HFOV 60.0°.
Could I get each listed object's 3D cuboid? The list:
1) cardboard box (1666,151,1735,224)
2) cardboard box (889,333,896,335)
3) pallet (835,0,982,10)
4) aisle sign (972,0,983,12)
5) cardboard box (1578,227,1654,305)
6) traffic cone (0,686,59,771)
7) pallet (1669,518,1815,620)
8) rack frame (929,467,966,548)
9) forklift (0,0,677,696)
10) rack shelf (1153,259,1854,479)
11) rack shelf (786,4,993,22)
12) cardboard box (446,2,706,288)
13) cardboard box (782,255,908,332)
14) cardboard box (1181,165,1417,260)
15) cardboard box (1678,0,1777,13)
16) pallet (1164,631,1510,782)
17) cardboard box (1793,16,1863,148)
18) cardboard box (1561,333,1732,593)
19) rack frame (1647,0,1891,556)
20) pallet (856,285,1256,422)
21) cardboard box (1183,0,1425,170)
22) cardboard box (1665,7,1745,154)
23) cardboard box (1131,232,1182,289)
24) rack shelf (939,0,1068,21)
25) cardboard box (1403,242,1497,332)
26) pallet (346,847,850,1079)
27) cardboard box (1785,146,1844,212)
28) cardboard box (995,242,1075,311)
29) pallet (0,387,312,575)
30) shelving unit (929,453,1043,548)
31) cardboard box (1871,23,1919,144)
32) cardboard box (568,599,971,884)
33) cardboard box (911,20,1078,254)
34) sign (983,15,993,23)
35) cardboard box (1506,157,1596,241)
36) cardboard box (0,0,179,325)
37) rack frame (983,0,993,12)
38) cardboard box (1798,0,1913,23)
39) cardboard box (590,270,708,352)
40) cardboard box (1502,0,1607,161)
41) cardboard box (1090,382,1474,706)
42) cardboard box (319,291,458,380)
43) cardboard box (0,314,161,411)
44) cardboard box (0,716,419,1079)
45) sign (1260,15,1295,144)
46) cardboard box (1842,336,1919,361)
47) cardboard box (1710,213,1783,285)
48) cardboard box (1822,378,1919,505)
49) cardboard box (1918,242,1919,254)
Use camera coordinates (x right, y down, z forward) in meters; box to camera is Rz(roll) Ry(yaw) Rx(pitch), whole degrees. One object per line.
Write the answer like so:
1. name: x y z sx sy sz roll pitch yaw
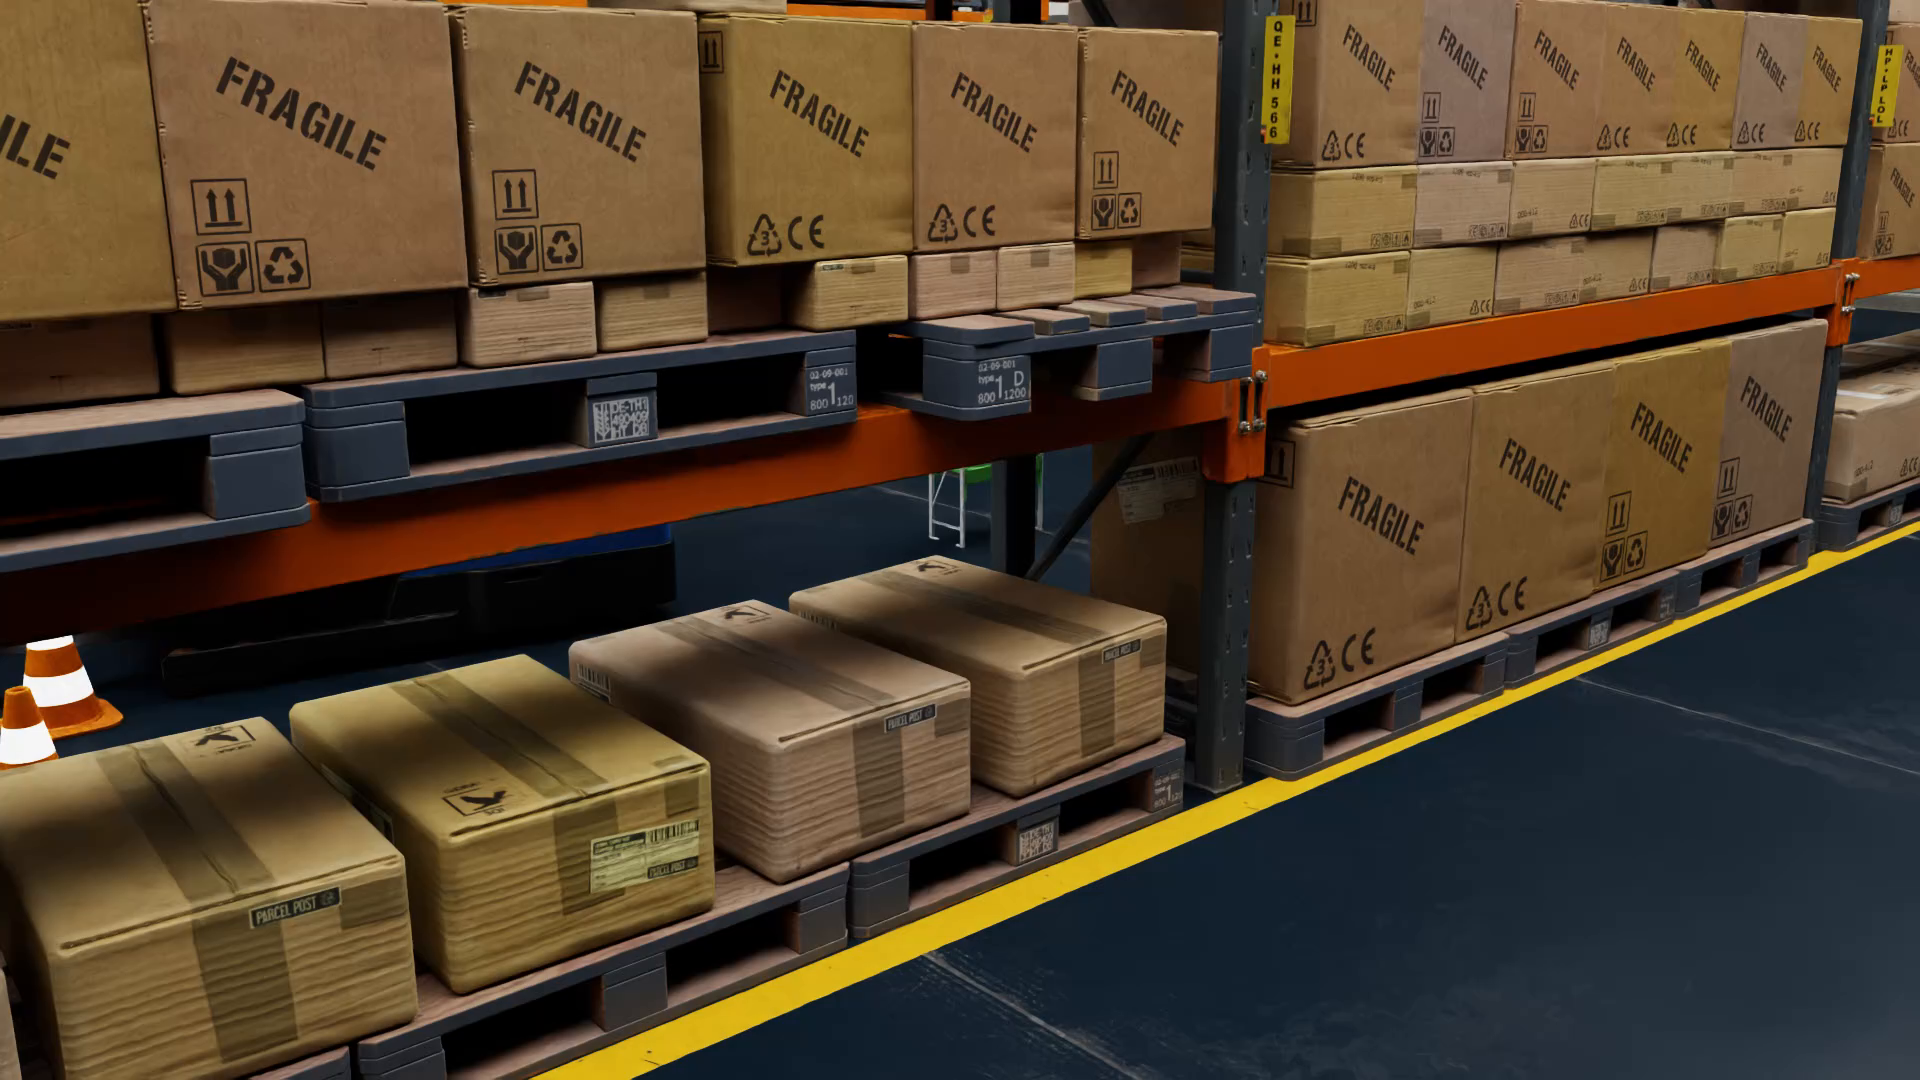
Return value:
1. cardboard box: 2.558 -1.346 6.297 0.500 0.250 0.500 -12 19 -38
2. cardboard box: -0.616 -1.154 10.288 0.500 0.500 0.500 -13 20 -41
3. pallet: -0.551 -5.359 16.360 1.213 0.211 1.003 -13 19 -39
4. aisle sign: 0.253 -5.290 16.706 0.004 0.787 0.394 -13 19 -39
5. cardboard box: 2.152 -1.020 6.047 0.500 0.250 0.500 -13 19 -39
6. traffic cone: -2.529 0.625 4.515 0.334 0.463 0.336 -13 19 -39
7. pallet: 2.957 0.019 7.270 1.213 0.211 1.003 -13 19 -39
8. rack frame: -0.059 -0.566 7.545 0.015 1.200 0.240 -13 19 -39
9. forklift: -2.666 -1.034 5.941 3.031 2.935 1.130 -8 17 -28
10. rack shelf: 1.981 -0.787 6.279 4.000 0.370 1.077 -13 19 -39
11. rack shelf: -1.507 -4.843 15.651 4.000 0.370 1.077 -13 19 -39
12. cardboard box: -0.864 -0.792 3.319 0.500 0.500 0.500 -14 20 -42
13. cardboard box: -0.330 -0.575 3.763 0.250 0.149 0.380 -12 19 -38
14. cardboard box: 1.017 -1.003 5.014 0.500 0.250 0.500 -13 20 -40
15. cardboard box: 3.513 -2.433 7.656 0.250 0.149 0.380 -13 20 -40
16. pallet: 1.116 0.432 5.723 1.213 0.211 1.003 -13 19 -39
17. cardboard box: 3.317 -1.880 6.846 0.500 0.500 0.500 -12 19 -38
18. cardboard box: 2.398 -0.375 6.645 0.875 0.875 0.875 -12 19 -38
19. rack frame: 3.490 -1.474 7.455 0.127 3.000 1.000 -13 19 -39
20. pallet: 0.004 -0.562 4.413 1.003 0.211 1.213 -13 19 -39
21. cardboard box: 1.005 -1.363 4.910 0.500 0.500 0.500 -14 20 -41
22. cardboard box: 2.537 -1.709 6.206 0.500 0.500 0.500 -12 19 -38
23. cardboard box: 0.379 -0.776 4.517 0.250 0.149 0.380 -12 19 -37
24. rack shelf: 1.673 -3.861 11.972 4.000 0.370 1.077 -13 19 -39
25. cardboard box: 1.382 -0.848 5.403 0.500 0.250 0.500 -13 20 -41
26. pallet: -1.038 0.889 4.013 1.213 0.211 1.003 -13 19 -39
27. cardboard box: 3.317 -1.521 6.953 0.500 0.250 0.500 -13 20 -39
28. cardboard box: 0.064 -0.665 4.101 0.250 0.149 0.380 -13 20 -40
29. pallet: -1.873 -0.127 2.784 1.213 0.211 1.003 -13 19 -39
30. shelving unit: 0.125 -0.608 7.700 0.503 1.200 0.258 -13 19 -39
31. cardboard box: 4.008 -2.039 7.438 0.500 0.500 0.500 -12 19 -39
32. cardboard box: -0.512 0.491 4.378 0.625 0.372 0.950 -13 20 -40
33. cardboard box: -0.071 -0.970 3.986 0.500 0.500 0.500 -13 20 -40
34. sign: 0.105 -1.463 5.171 0.005 0.325 0.100 -13 19 -39
35. cardboard box: 1.791 -1.172 5.648 0.500 0.250 0.500 -13 20 -40
36. cardboard box: -1.626 -0.622 2.682 0.500 0.500 0.500 -13 19 -39
37. rack frame: 0.002 -4.081 17.214 0.127 3.000 1.000 -13 19 -39
38. cardboard box: 3.898 -2.321 7.240 0.250 0.149 0.380 -13 20 -40
39. cardboard box: -0.738 -0.498 3.476 0.250 0.149 0.380 -13 20 -41
40. cardboard box: 1.773 -1.534 5.549 0.500 0.500 0.500 -12 19 -38
41. cardboard box: 1.048 -0.073 5.515 0.875 0.875 0.875 -13 20 -40
42. cardboard box: -1.154 -0.413 3.155 0.250 0.149 0.380 -12 19 -39
43. cardboard box: -1.563 -0.336 2.867 0.250 0.149 0.380 -11 19 -36
44. cardboard box: -1.611 0.736 3.459 0.625 0.372 0.950 -11 19 -36
45. sign: 0.835 -1.213 4.389 0.005 0.325 0.100 -13 19 -39
46. cardboard box: 5.390 -0.828 9.190 0.875 0.438 0.875 -12 19 -38
47. cardboard box: 2.932 -1.190 6.684 0.500 0.250 0.500 -13 20 -40
48. cardboard box: 4.034 -0.524 8.051 0.875 0.438 0.875 -13 20 -40
49. cardboard box: 4.398 -1.635 7.865 0.500 0.500 0.500 -12 19 -39
